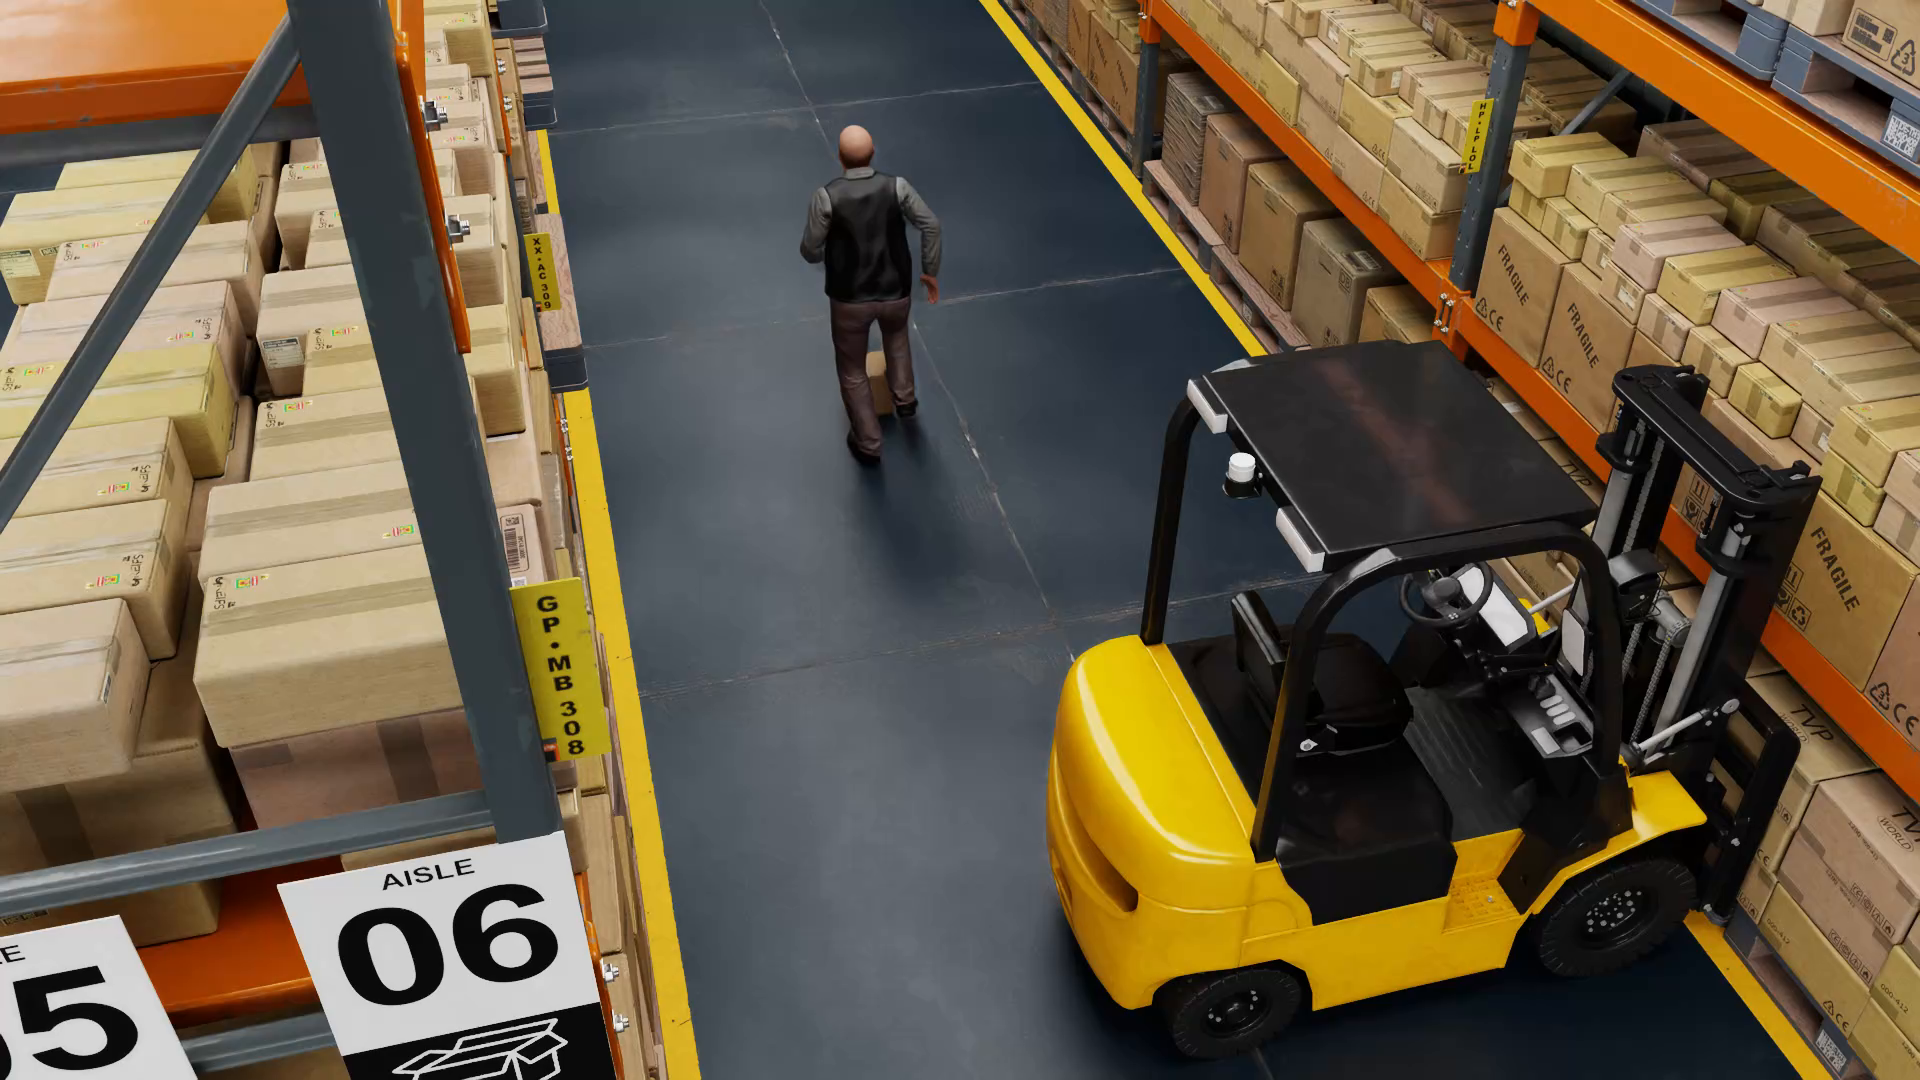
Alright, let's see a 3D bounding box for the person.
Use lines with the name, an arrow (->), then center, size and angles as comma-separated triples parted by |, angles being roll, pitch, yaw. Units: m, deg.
person -> -0.451, -1.259, 8.408 | 0.682, 1.645, 0.738 | -13, 40, -16
